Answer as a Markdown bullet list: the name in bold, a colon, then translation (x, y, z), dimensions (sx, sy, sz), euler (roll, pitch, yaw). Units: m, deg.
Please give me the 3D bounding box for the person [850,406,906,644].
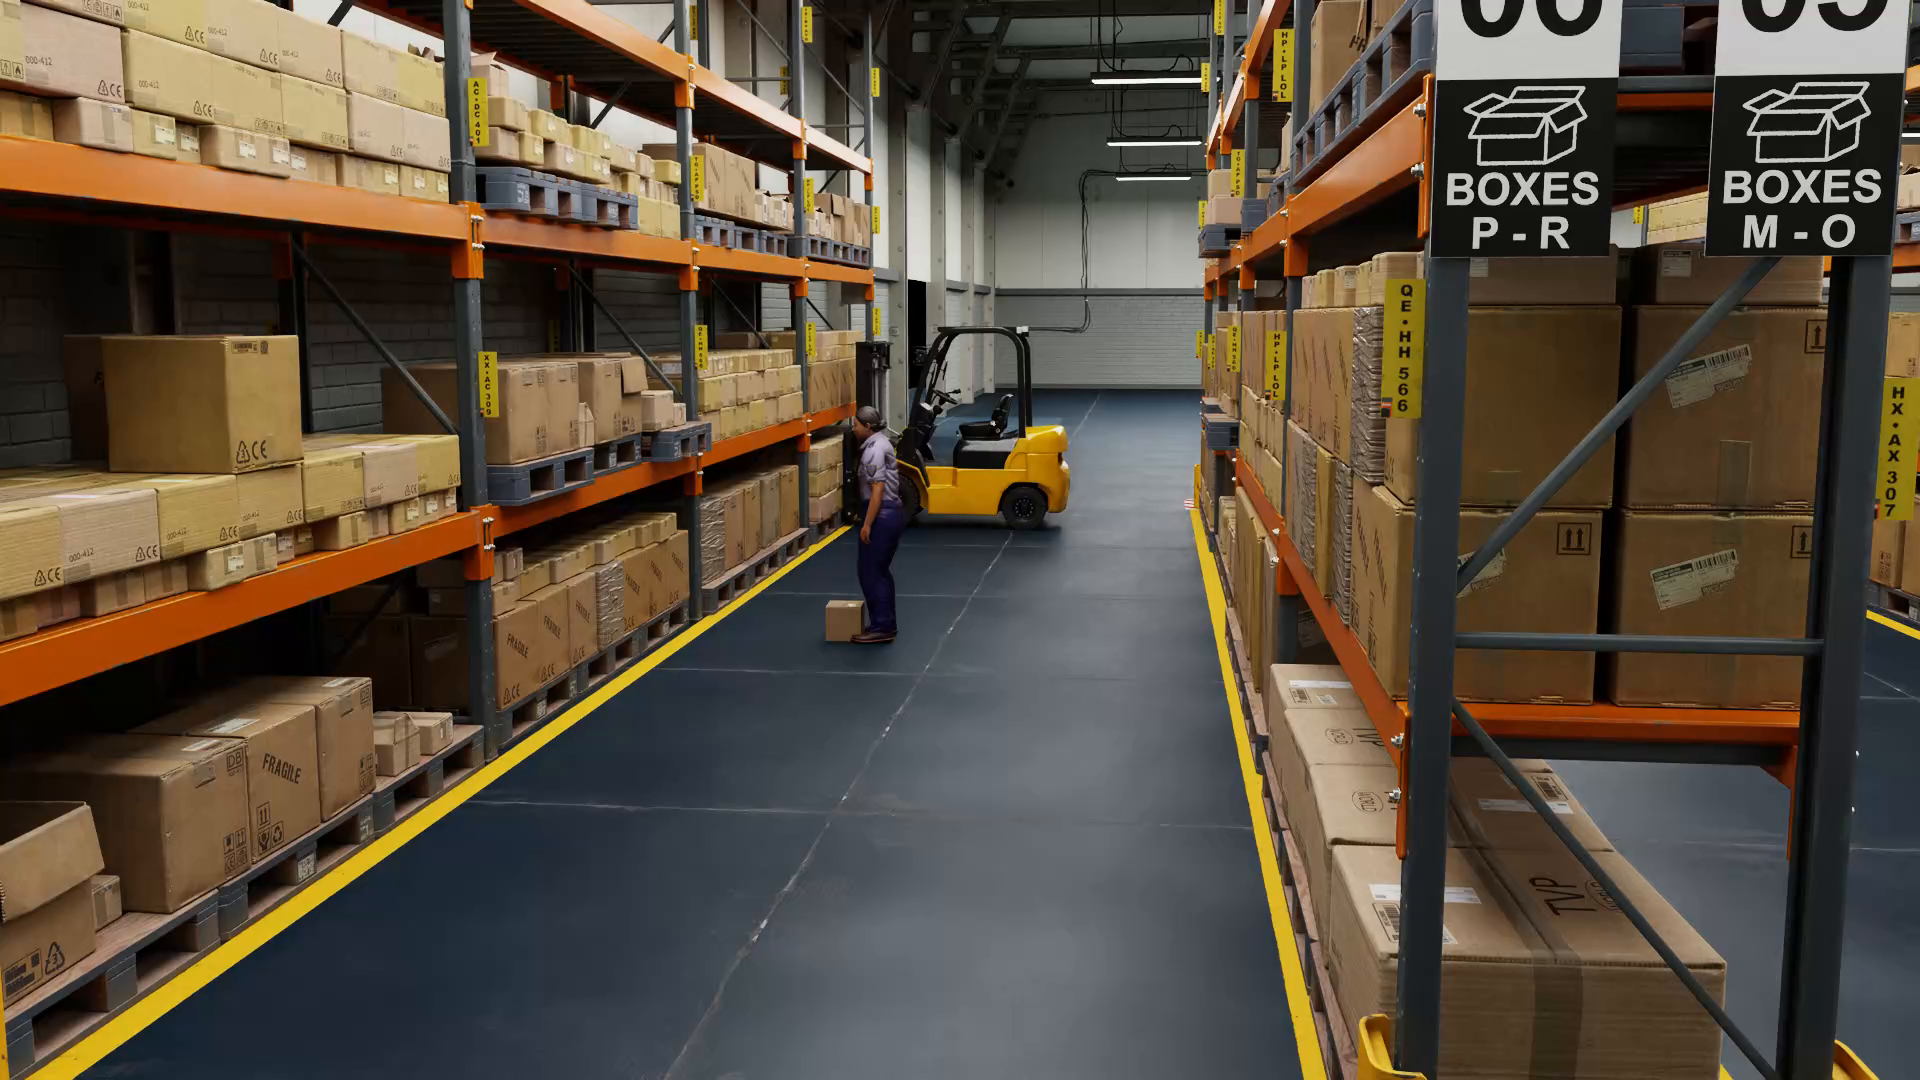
- **person**: translation (-0.577, -0.116, 11.694), dimensions (0.370, 1.648, 0.539), euler (1, 8, 7)
